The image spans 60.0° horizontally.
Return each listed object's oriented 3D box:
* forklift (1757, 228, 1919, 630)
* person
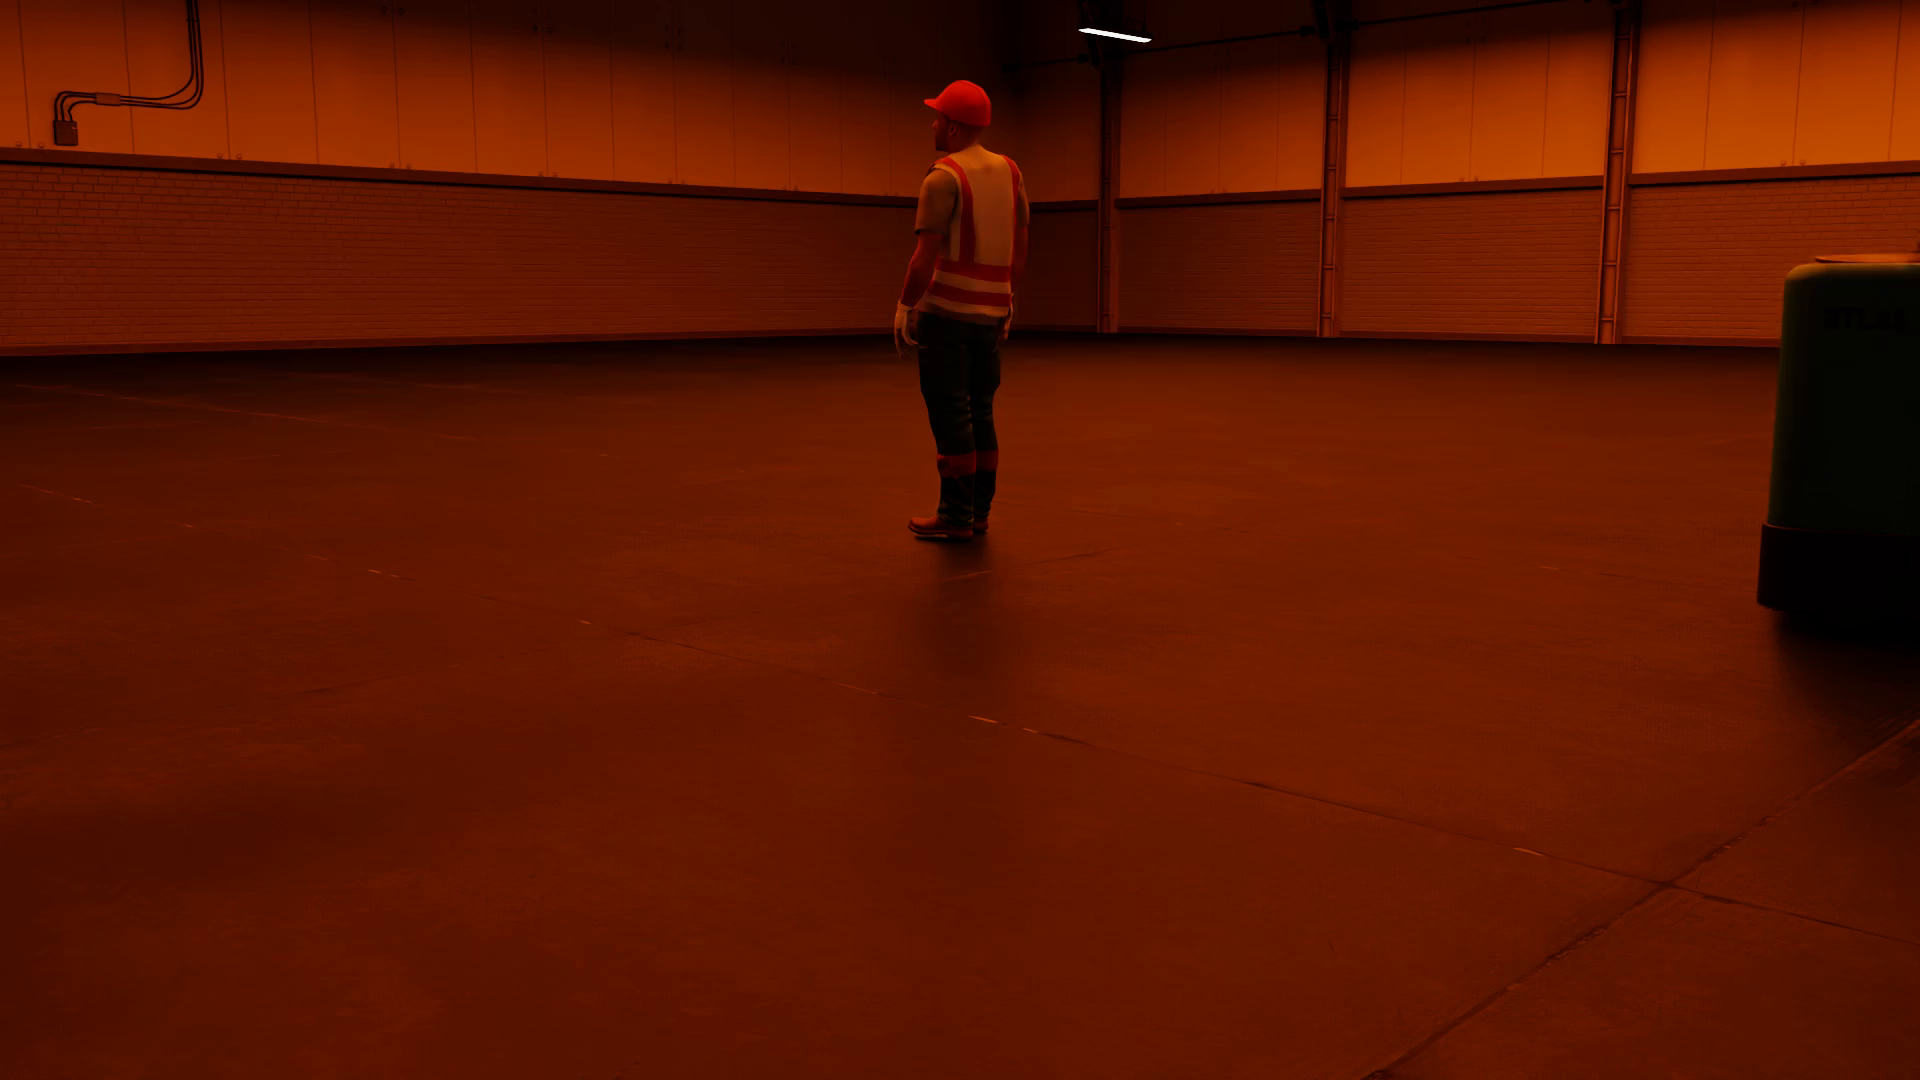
[{"bbox_3d":[3.923,-1.136,4.417,3.031,2.935,1.130,5,10,29],"label":"forklift"},{"bbox_3d":[-0.049,-0.902,6.647,0.564,1.787,0.637,8,12,43],"label":"person"}]
